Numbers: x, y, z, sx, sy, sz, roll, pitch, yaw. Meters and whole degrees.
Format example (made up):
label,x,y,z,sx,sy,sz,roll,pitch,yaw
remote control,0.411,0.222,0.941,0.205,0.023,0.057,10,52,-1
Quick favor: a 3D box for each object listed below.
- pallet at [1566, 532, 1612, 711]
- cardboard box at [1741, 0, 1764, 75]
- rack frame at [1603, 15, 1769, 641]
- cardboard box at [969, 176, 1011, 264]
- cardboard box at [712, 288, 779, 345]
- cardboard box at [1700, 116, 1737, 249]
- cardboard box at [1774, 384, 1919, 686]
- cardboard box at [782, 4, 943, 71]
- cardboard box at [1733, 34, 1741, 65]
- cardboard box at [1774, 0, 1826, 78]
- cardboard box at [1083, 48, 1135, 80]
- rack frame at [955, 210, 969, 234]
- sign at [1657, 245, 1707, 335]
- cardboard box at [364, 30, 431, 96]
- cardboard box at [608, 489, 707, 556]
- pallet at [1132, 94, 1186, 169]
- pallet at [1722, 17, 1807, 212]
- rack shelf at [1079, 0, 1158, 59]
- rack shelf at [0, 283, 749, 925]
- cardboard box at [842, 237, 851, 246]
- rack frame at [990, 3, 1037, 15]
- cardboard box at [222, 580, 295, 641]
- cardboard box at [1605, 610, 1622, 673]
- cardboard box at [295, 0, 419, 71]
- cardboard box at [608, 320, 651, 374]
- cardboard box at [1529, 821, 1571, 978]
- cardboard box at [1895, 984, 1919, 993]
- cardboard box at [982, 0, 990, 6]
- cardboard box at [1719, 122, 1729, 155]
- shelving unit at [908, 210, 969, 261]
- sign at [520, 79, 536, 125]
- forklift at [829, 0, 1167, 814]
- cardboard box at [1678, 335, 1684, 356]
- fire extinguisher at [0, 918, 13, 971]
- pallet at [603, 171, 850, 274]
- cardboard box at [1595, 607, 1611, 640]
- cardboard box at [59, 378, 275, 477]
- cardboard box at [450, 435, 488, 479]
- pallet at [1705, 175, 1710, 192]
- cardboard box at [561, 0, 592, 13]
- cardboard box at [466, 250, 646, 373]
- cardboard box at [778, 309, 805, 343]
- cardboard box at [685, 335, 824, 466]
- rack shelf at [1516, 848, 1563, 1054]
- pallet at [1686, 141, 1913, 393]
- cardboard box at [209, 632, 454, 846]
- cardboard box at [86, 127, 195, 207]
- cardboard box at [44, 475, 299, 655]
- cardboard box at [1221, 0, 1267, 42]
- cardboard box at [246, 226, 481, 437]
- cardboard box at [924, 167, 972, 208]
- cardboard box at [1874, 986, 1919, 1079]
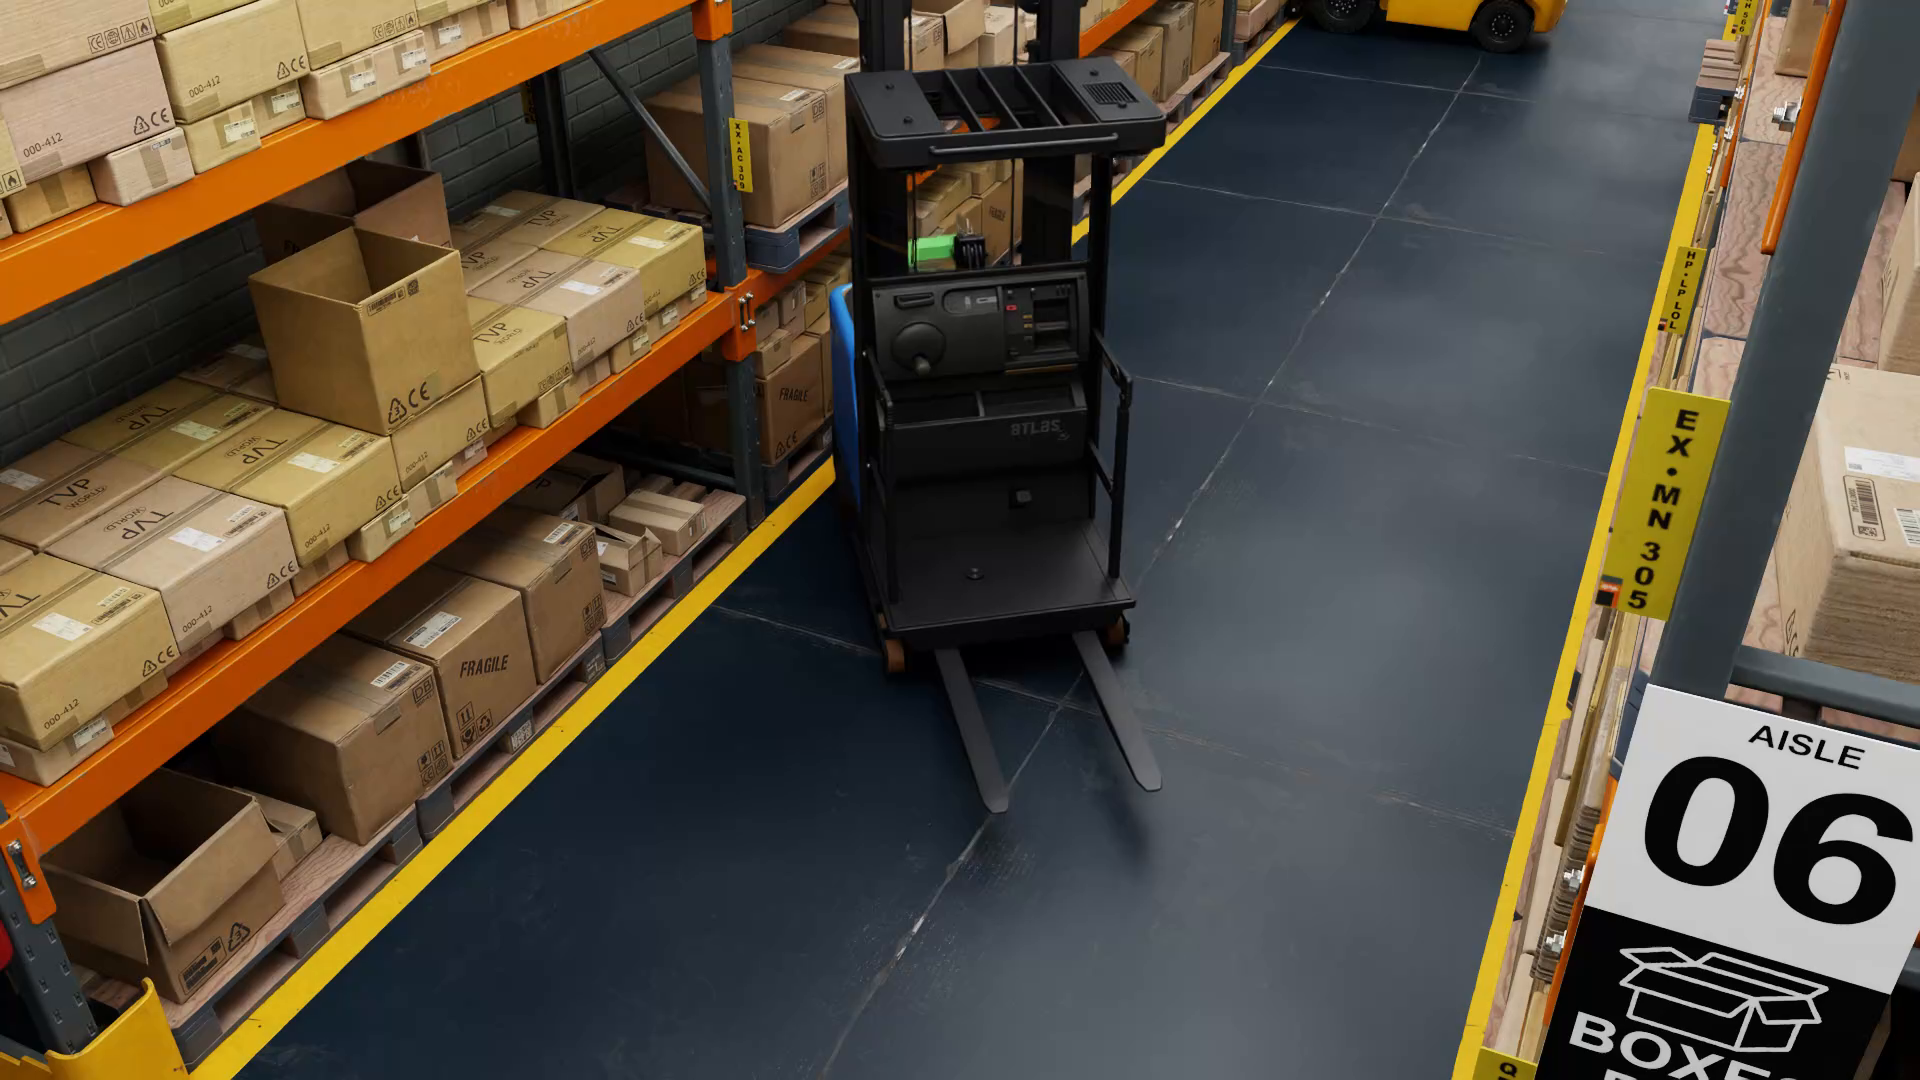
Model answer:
label,x,y,z,sx,sy,sz,roll,pitch,yaw
pallet,3.303,0.455,7.363,1.003,0.211,1.213,14,36,20
cardboard box,4.294,-2.572,8.434,0.500,0.500,0.500,13,35,19
rack frame,3.049,-0.309,5.986,1.000,3.000,0.127,14,36,20
cardboard box,0.012,-2.062,10.556,0.500,0.500,0.500,14,36,20
cardboard box,-1.124,-1.104,8.231,0.380,0.149,0.250,14,36,20
cardboard box,3.218,-1.309,6.507,0.500,0.500,0.500,15,36,21
cardboard box,1.482,0.029,2.397,0.500,0.250,0.500,11,35,16
cardboard box,-0.510,-2.502,8.856,0.700,0.500,0.500,14,36,20
cardboard box,4.757,-2.875,9.745,0.380,0.149,0.250,14,36,20
cardboard box,2.612,-1.578,4.620,0.500,0.500,0.500,15,36,21
cardboard box,0.752,-3.256,12.262,0.875,0.625,0.625,15,36,22
rack frame,0.038,-1.137,8.855,0.015,1.200,0.240,-8,24,-12
sign,2.552,-0.880,5.873,0.100,0.325,0.005,14,36,20
cardboard box,-1.960,-1.575,5.410,0.380,0.149,0.250,15,36,21
cardboard box,-1.427,-0.085,7.861,0.380,0.149,0.250,13,35,19
pallet,1.104,-3.279,13.058,1.003,0.211,1.213,14,36,20
pallet,2.697,-1.122,4.570,1.003,0.211,1.213,14,36,20
rack shelf,1.049,-4.134,12.475,1.077,0.370,4.000,14,36,20
rack shelf,-2.298,-0.149,6.398,1.077,0.370,4.000,14,36,20
cardboard box,-0.580,-1.630,9.305,0.380,0.149,0.250,15,36,22
rack frame,0.213,-3.438,10.758,1.000,3.000,0.127,14,36,20
cardboard box,-2.443,0.162,5.496,0.380,0.149,0.250,15,36,22
cardboard box,1.975,0.166,4.259,0.500,0.500,0.500,14,36,20
cardboard box,-2.086,-1.701,5.239,0.500,0.250,0.500,14,36,20
cardboard box,-1.541,-0.855,7.047,0.380,0.149,0.250,15,36,22
cardboard box,1.767,0.835,4.150,0.500,0.500,0.500,15,36,22
cardboard box,1.821,0.691,2.865,0.380,0.149,0.250,15,36,22
cardboard box,-0.145,-3.435,10.279,0.500,0.500,0.500,16,36,23
cardboard box,3.849,-1.750,7.864,0.500,0.250,0.500,14,36,20
shelving unit,-0.198,-1.102,8.804,0.503,1.200,0.258,-8,24,-12
sign,-1.966,-2.056,7.594,0.100,0.325,0.005,14,36,20
forklift,0.140,-0.857,6.885,1.130,2.935,3.031,-7,34,-10
cardboard box,3.013,-0.731,6.310,0.500,0.250,0.500,14,36,20
fire extinguisher,-2.776,0.914,4.532,0.296,0.674,0.183,14,36,20
pallet,-1.027,-1.739,8.341,1.003,0.211,1.213,14,36,20
cardboard box,3.236,0.076,6.953,0.875,0.875,0.875,15,36,22
cardboard box,-2.755,-0.308,5.849,0.500,0.250,0.500,15,36,22
cardboard box,-2.027,-0.360,6.293,0.380,0.149,0.250,14,36,20
pallet,5.563,-2.130,11.305,1.003,0.211,1.213,14,36,20
cardboard box,-1.569,-2.096,6.204,0.380,0.149,0.250,15,36,22
cardboard box,-1.648,-0.945,6.822,0.500,0.250,0.500,14,36,21
cardboard box,-1.023,-1.121,8.529,0.380,0.149,0.250,13,35,19
cardboard box,-1.054,-0.766,8.579,0.500,0.500,0.500,16,36,23
rack shelf,2.212,0.988,4.664,1.077,0.370,4.000,14,36,20
pallet,2.186,-0.516,3.647,1.003,0.211,1.213,14,36,20
cardboard box,-2.399,0.716,6.319,0.700,0.500,0.500,16,36,22
cardboard box,-2.383,-1.070,4.639,0.380,0.149,0.250,15,36,22
cardboard box,-2.489,0.069,5.275,0.500,0.250,0.500,15,36,21
cardboard box,2.389,-4.621,14.687,0.500,0.250,0.500,15,36,21
cardboard box,-2.073,-0.741,5.826,0.500,0.500,0.500,15,36,22
cardboard box,-0.152,-2.151,10.100,0.380,0.149,0.250,15,36,22
cardboard box,1.835,1.049,2.911,0.500,0.500,0.500,13,36,19
